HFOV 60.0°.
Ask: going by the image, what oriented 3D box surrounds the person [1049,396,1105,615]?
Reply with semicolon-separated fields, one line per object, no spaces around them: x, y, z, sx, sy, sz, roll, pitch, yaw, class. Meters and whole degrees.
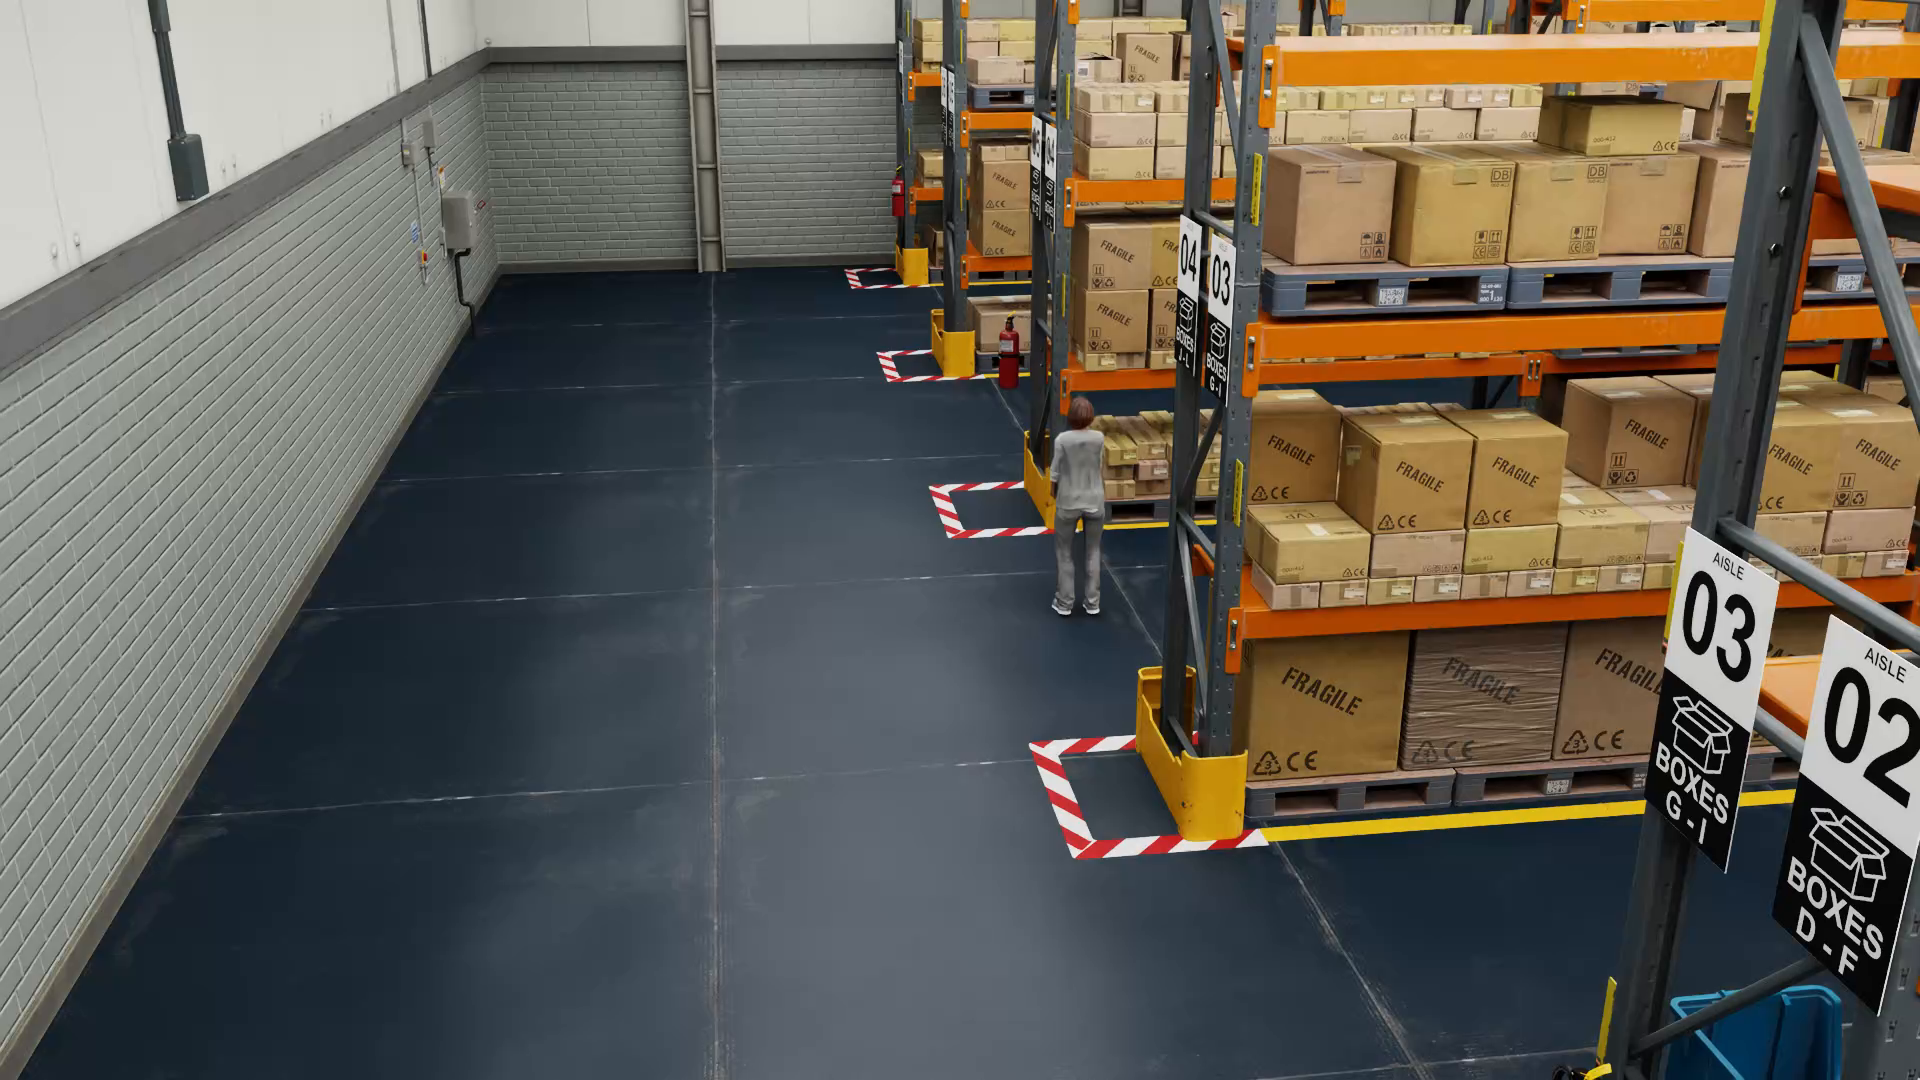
0.826;-0.261;11.802;0.375;1.599;0.505;-3;21;-8;person
